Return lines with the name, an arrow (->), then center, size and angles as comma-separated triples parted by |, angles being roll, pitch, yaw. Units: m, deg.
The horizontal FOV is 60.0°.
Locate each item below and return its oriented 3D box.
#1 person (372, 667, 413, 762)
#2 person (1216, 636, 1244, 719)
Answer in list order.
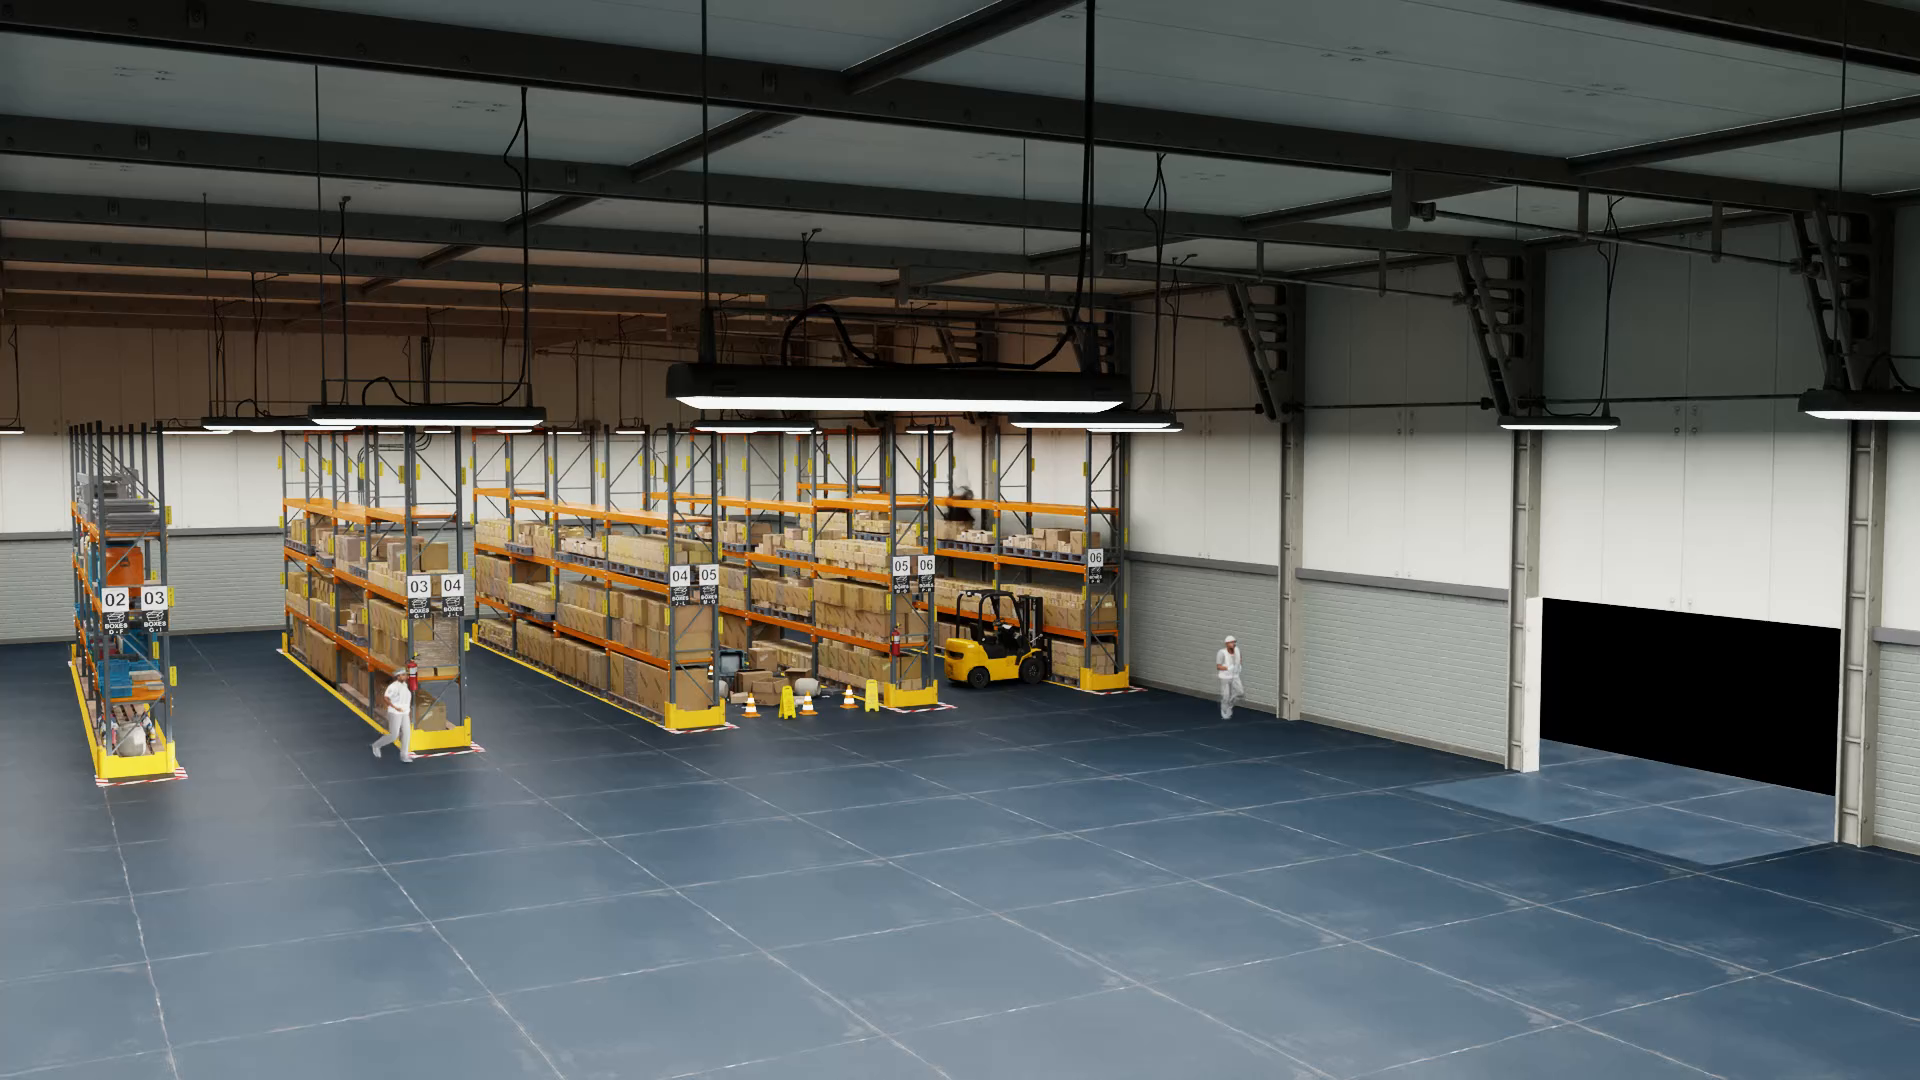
person -> -9.935, 3.073, 29.478 | 0.837, 1.653, 0.642 | 1, 4, 22
person -> 5.464, 2.775, 33.431 | 0.726, 1.723, 0.728 | -2, 4, -24
